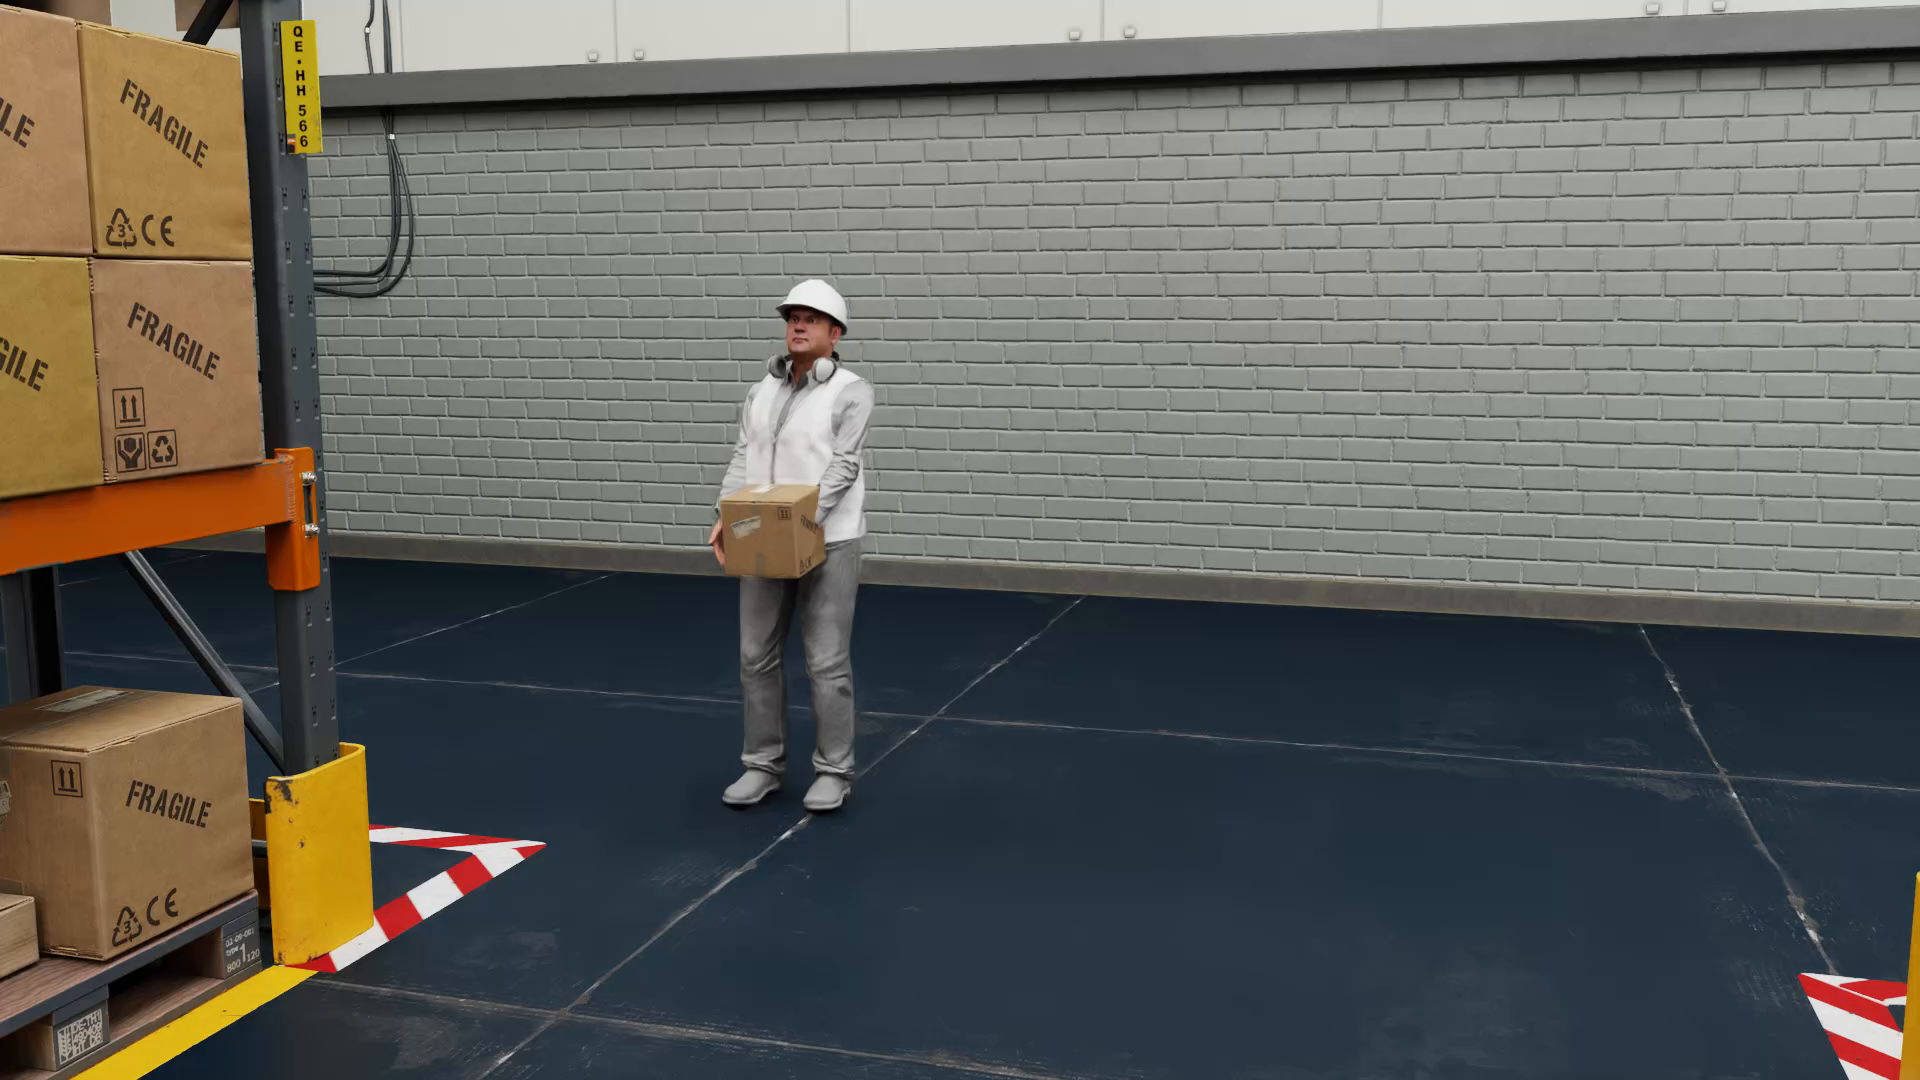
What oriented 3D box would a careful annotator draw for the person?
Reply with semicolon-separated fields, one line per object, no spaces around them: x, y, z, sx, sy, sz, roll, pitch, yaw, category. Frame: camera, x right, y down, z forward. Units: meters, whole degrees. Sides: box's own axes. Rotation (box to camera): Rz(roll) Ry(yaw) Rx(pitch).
-0.567;0.019;5.597;0.501;1.775;0.545;4;9;28;person
